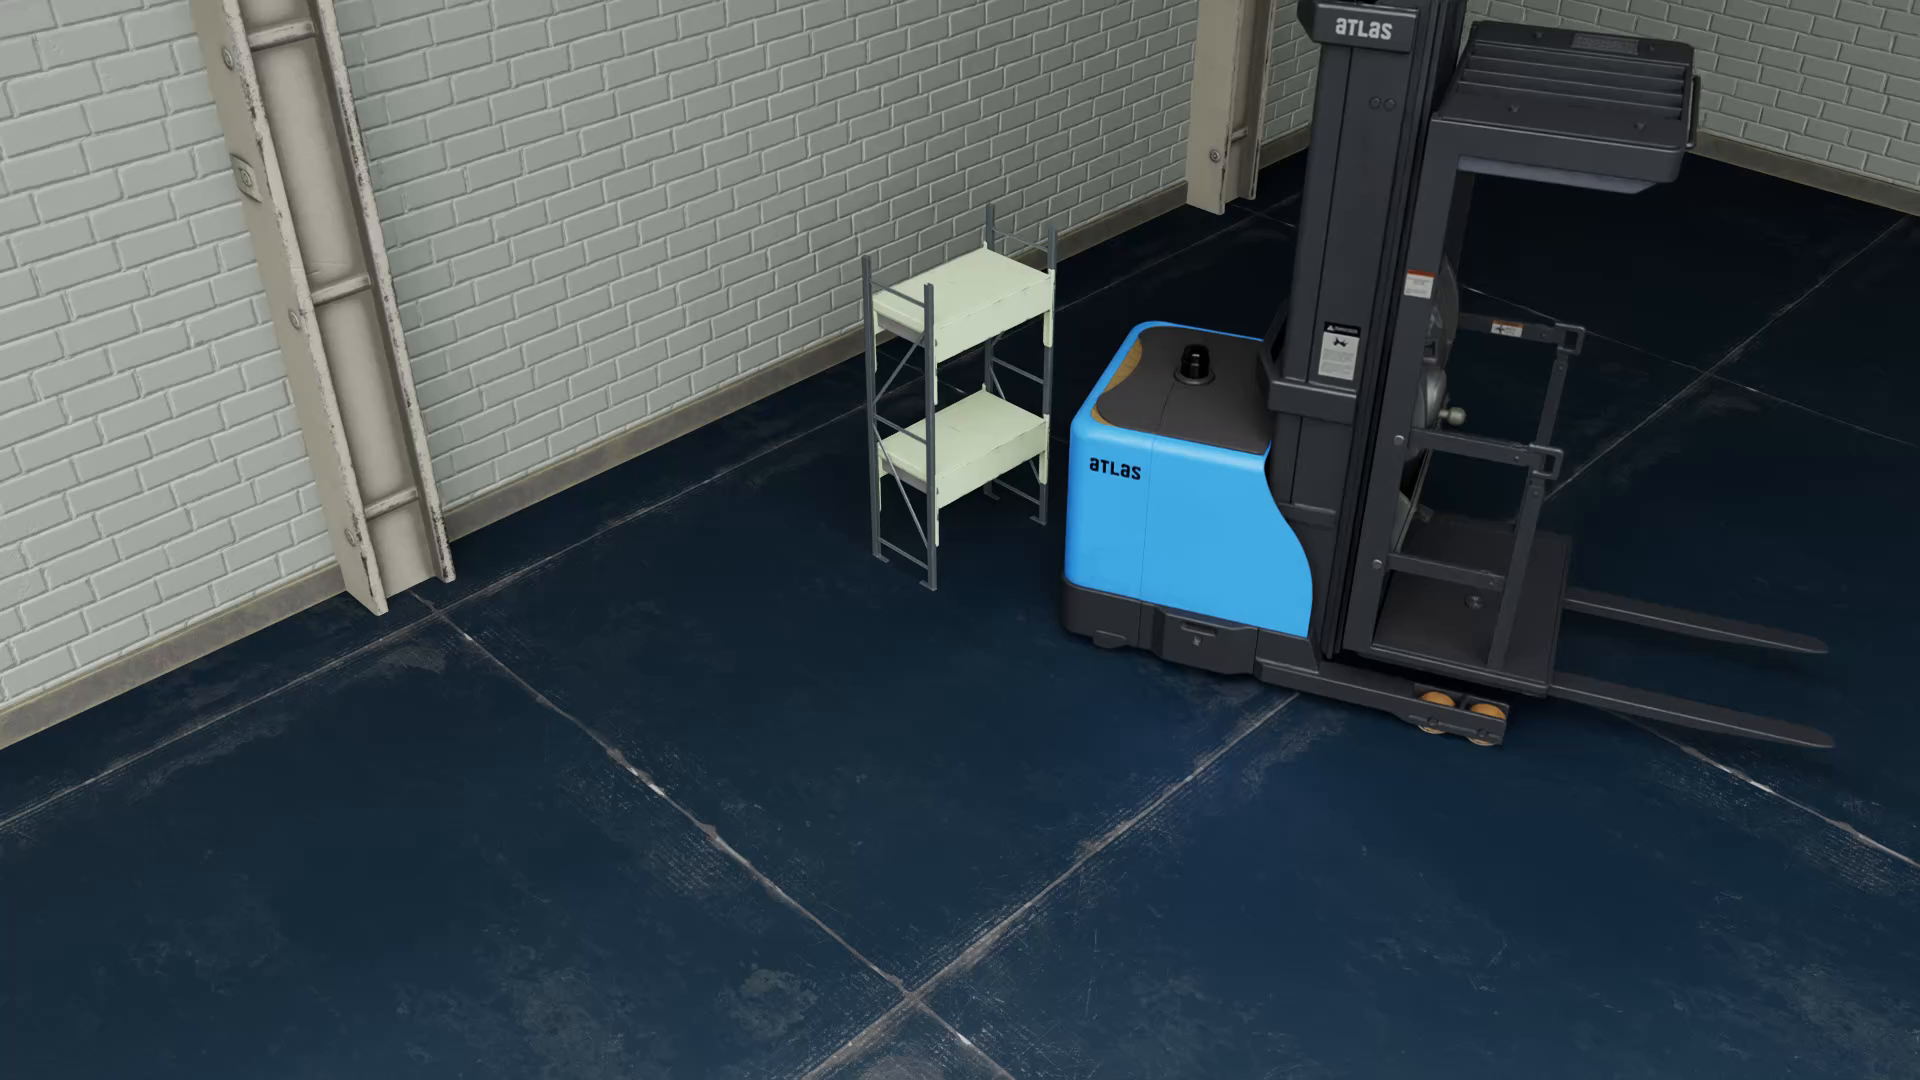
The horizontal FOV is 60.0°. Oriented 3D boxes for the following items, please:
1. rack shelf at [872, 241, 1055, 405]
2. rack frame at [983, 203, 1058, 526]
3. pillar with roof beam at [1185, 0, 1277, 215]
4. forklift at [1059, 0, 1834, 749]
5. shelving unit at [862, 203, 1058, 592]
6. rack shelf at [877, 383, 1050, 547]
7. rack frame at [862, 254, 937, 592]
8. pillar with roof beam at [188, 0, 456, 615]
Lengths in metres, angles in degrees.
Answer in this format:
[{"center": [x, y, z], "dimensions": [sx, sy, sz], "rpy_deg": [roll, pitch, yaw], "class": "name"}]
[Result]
[{"center": [0.005, -0.938, 7.102], "dimensions": [0.431, 0.370, 0.720], "rpy_deg": [30, 45, 35], "class": "rack shelf"}, {"center": [0.263, -0.766, 7.538], "dimensions": [0.400, 1.500, 0.023], "rpy_deg": [30, 45, 35], "class": "rack frame"}, {"center": [4.765, -4.201, 5.907], "dimensions": [9.100, 9.000, 0.400], "rpy_deg": [30, 45, 35], "class": "pillar with roof beam"}, {"center": [1.994, -0.733, 6.239], "dimensions": [3.031, 2.935, 1.130], "rpy_deg": [13, 37, 17], "class": "forklift"}, {"center": [0.005, -0.618, 7.325], "dimensions": [0.431, 1.500, 0.755], "rpy_deg": [30, 45, 35], "class": "shelving unit"}, {"center": [0.005, -0.350, 7.511], "dimensions": [0.431, 0.370, 0.720], "rpy_deg": [30, 45, 35], "class": "rack shelf"}, {"center": [-0.253, -0.469, 7.112], "dimensions": [0.400, 1.500, 0.023], "rpy_deg": [30, 45, 35], "class": "rack frame"}, {"center": [0.538, -1.765, 2.415], "dimensions": [9.100, 9.000, 0.400], "rpy_deg": [30, 45, 35], "class": "pillar with roof beam"}]
